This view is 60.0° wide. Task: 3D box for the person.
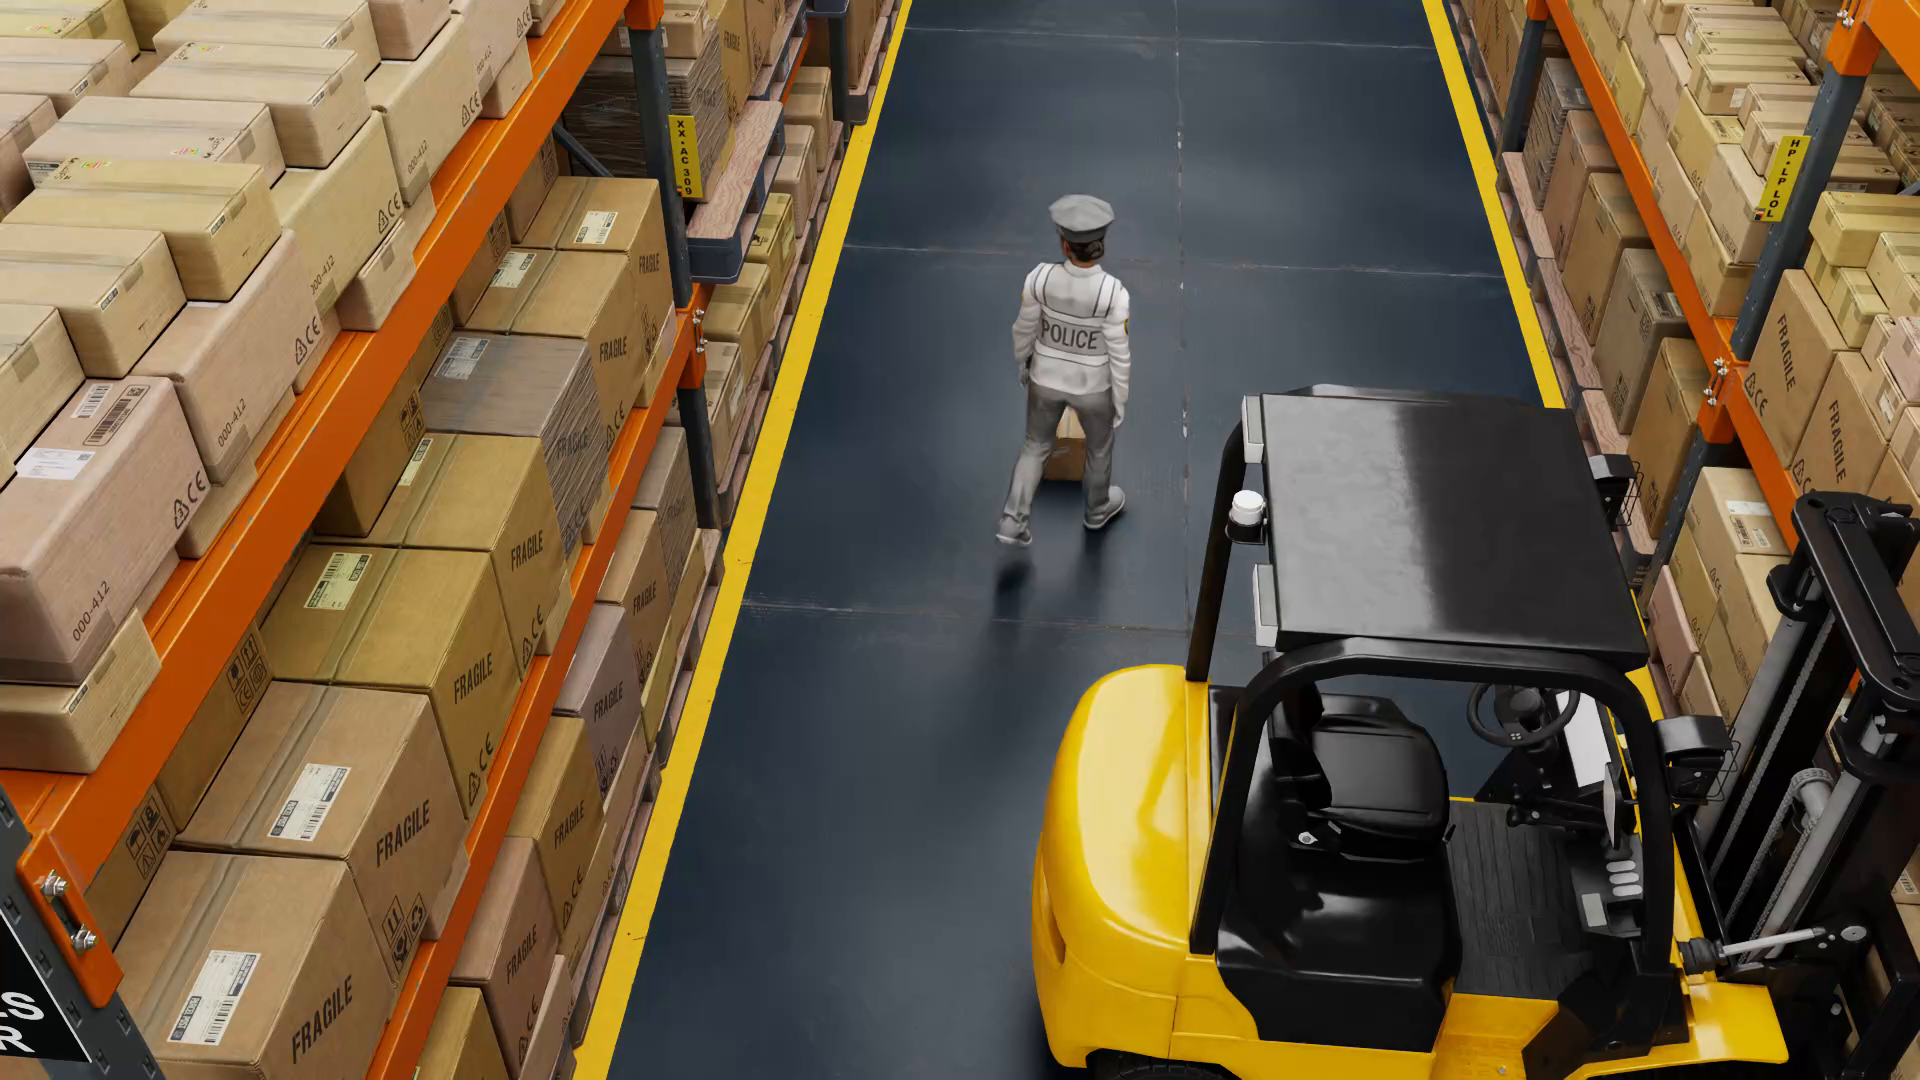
[{"bbox_3d":[0.464,-0.712,6.982,0.499,1.687,0.378,4,40,4],"label":"person"}]
